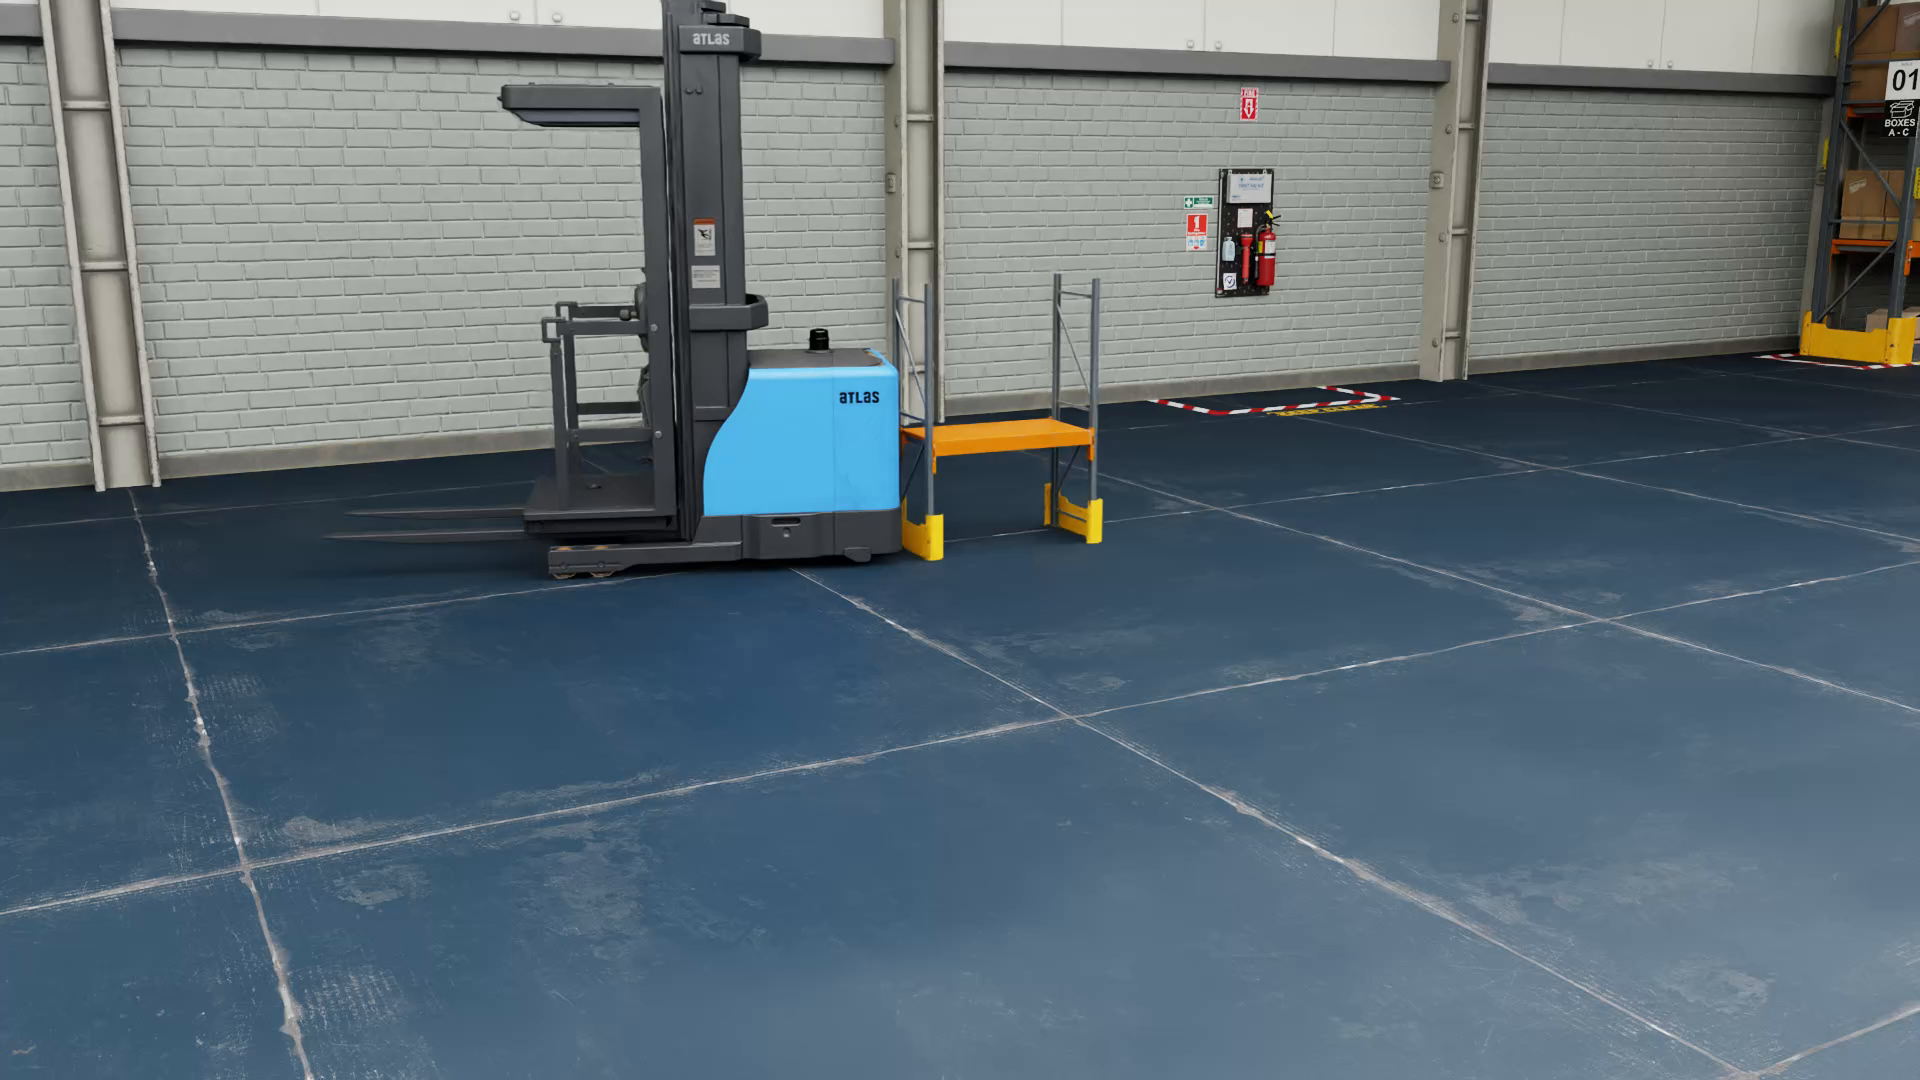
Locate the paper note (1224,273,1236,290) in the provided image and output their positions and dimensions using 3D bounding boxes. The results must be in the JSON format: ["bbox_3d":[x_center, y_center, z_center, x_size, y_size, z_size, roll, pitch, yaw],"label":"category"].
[{"bbox_3d":[2.518,-2.411,15.498,0.142,0.148,0.016,-7,14,-28],"label":"paper note"}]

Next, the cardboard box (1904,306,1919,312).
[{"bbox_3d":[11.111,-2.508,19.044,0.500,0.311,0.500,-6,14,-23],"label":"cardboard box"}]

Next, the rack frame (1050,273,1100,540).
[{"bbox_3d":[0.661,-0.771,9.617,0.032,1.500,0.500,-6,14,-24],"label":"rack frame"}]

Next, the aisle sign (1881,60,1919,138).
[{"bbox_3d":[10.041,-4.693,17.708,0.004,0.787,0.394,-7,14,-28],"label":"aisle sign"}]

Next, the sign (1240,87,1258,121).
[{"bbox_3d":[2.652,-3.996,15.252,0.199,0.298,0.001,-7,14,-28],"label":"sign"}]

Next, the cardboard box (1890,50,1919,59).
[{"bbox_3d":[10.374,-4.999,17.884,0.500,0.500,0.500,-6,14,-26],"label":"cardboard box"}]

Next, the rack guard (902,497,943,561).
[{"bbox_3d":[-0.245,-0.069,9.348,0.087,0.250,0.587,-6,14,-24],"label":"rack guard"}]

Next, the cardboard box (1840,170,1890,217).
[{"bbox_3d":[10.272,-3.883,18.619,0.500,0.500,0.500,-7,14,-28],"label":"cardboard box"}]

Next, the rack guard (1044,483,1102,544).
[{"bbox_3d":[0.660,-0.161,9.754,0.087,0.250,0.587,-6,14,-24],"label":"rack guard"}]

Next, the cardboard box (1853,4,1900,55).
[{"bbox_3d":[10.214,-5.595,18.258,0.500,0.500,0.500,-6,14,-25],"label":"cardboard box"}]

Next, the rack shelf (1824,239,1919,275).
[{"bbox_3d":[11.716,-3.349,19.298,4.000,0.370,1.077,-7,14,-28],"label":"rack shelf"}]

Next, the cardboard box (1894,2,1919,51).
[{"bbox_3d":[10.415,-5.493,17.804,0.500,0.500,0.500,-8,15,-32],"label":"cardboard box"}]

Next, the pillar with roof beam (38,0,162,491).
[{"bbox_3d":[-3.576,-3.934,6.593,0.400,9.000,9.100,-7,14,-28],"label":"pillar with roof beam"}]

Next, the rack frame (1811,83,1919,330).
[{"bbox_3d":[9.960,-3.490,18.284,0.127,3.000,1.000,-7,14,-28],"label":"rack frame"}]

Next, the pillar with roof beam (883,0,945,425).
[{"bbox_3d":[1.690,-4.565,9.398,0.400,9.000,9.100,-7,14,-28],"label":"pillar with roof beam"}]

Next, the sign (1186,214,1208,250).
[{"bbox_3d":[2.172,-2.826,15.251,0.234,0.329,0.001,-7,14,-28],"label":"sign"}]

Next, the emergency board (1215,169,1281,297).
[{"bbox_3d":[2.707,-2.846,15.425,0.643,1.169,0.194,-7,14,-28],"label":"emergency board"}]

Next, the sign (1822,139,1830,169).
[{"bbox_3d":[9.712,-4.318,18.607,0.005,0.325,0.100,-7,14,-28],"label":"sign"}]

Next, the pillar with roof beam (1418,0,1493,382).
[{"bbox_3d":[6.957,-5.196,12.203,0.400,9.000,9.100,-7,14,-28],"label":"pillar with roof beam"}]

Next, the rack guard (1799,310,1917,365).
[{"bbox_3d":[10.027,-2.278,18.594,0.348,0.500,1.175,-7,14,-28],"label":"rack guard"}]

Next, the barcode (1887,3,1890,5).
[{"bbox_3d":[10.344,-5.954,18.529,0.075,0.075,0.001,-7,14,-28],"label":"barcode"}]

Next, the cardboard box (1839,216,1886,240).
[{"bbox_3d":[10.278,-3.513,18.683,0.500,0.250,0.500,-7,14,-27],"label":"cardboard box"}]

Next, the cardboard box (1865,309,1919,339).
[{"bbox_3d":[10.611,-2.448,18.778,0.500,0.311,0.500,-9,15,-34],"label":"cardboard box"}]

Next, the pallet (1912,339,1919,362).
[{"bbox_3d":[10.757,-2.216,18.976,1.213,0.211,1.003,-7,14,-28],"label":"pallet"}]

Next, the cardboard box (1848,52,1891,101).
[{"bbox_3d":[10.205,-5.105,18.354,0.500,0.500,0.500,-6,14,-24],"label":"cardboard box"}]

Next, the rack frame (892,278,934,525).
[{"bbox_3d":[-0.262,-0.677,9.203,0.032,1.500,0.500,-6,14,-24],"label":"rack frame"}]

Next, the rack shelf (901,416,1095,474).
[{"bbox_3d":[0.200,-0.548,9.449,1.000,0.185,0.538,-6,14,-24],"label":"rack shelf"}]

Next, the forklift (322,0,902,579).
[{"bbox_3d":[-1.879,-1.350,8.931,3.031,2.935,1.130,-2,13,-9],"label":"forklift"}]

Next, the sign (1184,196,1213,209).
[{"bbox_3d":[2.180,-3.083,15.187,0.331,0.109,0.001,-7,14,-28],"label":"sign"}]

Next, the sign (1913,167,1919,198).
[{"bbox_3d":[10.221,-3.808,17.725,0.005,0.325,0.100,-7,14,-28],"label":"sign"}]

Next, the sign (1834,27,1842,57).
[{"bbox_3d":[9.712,-5.494,18.343,0.005,0.325,0.100,-7,14,-28],"label":"sign"}]

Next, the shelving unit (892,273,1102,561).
[{"bbox_3d":[0.208,-0.725,9.414,1.083,1.500,0.587,-6,14,-24],"label":"shelving unit"}]

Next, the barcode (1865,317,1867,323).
[{"bbox_3d":[10.435,-2.532,19.128,0.075,0.075,0.001,-7,14,-28],"label":"barcode"}]

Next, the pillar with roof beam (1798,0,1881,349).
[{"bbox_3d":[12.223,-5.827,15.007,0.400,9.000,9.100,-7,14,-28],"label":"pillar with roof beam"}]

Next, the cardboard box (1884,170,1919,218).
[{"bbox_3d":[10.523,-3.785,18.182,0.500,0.500,0.500,-7,14,-28],"label":"cardboard box"}]

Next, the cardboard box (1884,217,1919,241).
[{"bbox_3d":[10.541,-3.417,18.255,0.500,0.250,0.500,-7,15,-29],"label":"cardboard box"}]

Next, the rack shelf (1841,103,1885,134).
[{"bbox_3d":[11.716,-4.813,18.969,4.000,0.370,1.077,-7,14,-28],"label":"rack shelf"}]

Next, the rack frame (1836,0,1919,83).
[{"bbox_3d":[9.960,-6.417,17.626,0.127,3.000,1.000,-7,14,-28],"label":"rack frame"}]
